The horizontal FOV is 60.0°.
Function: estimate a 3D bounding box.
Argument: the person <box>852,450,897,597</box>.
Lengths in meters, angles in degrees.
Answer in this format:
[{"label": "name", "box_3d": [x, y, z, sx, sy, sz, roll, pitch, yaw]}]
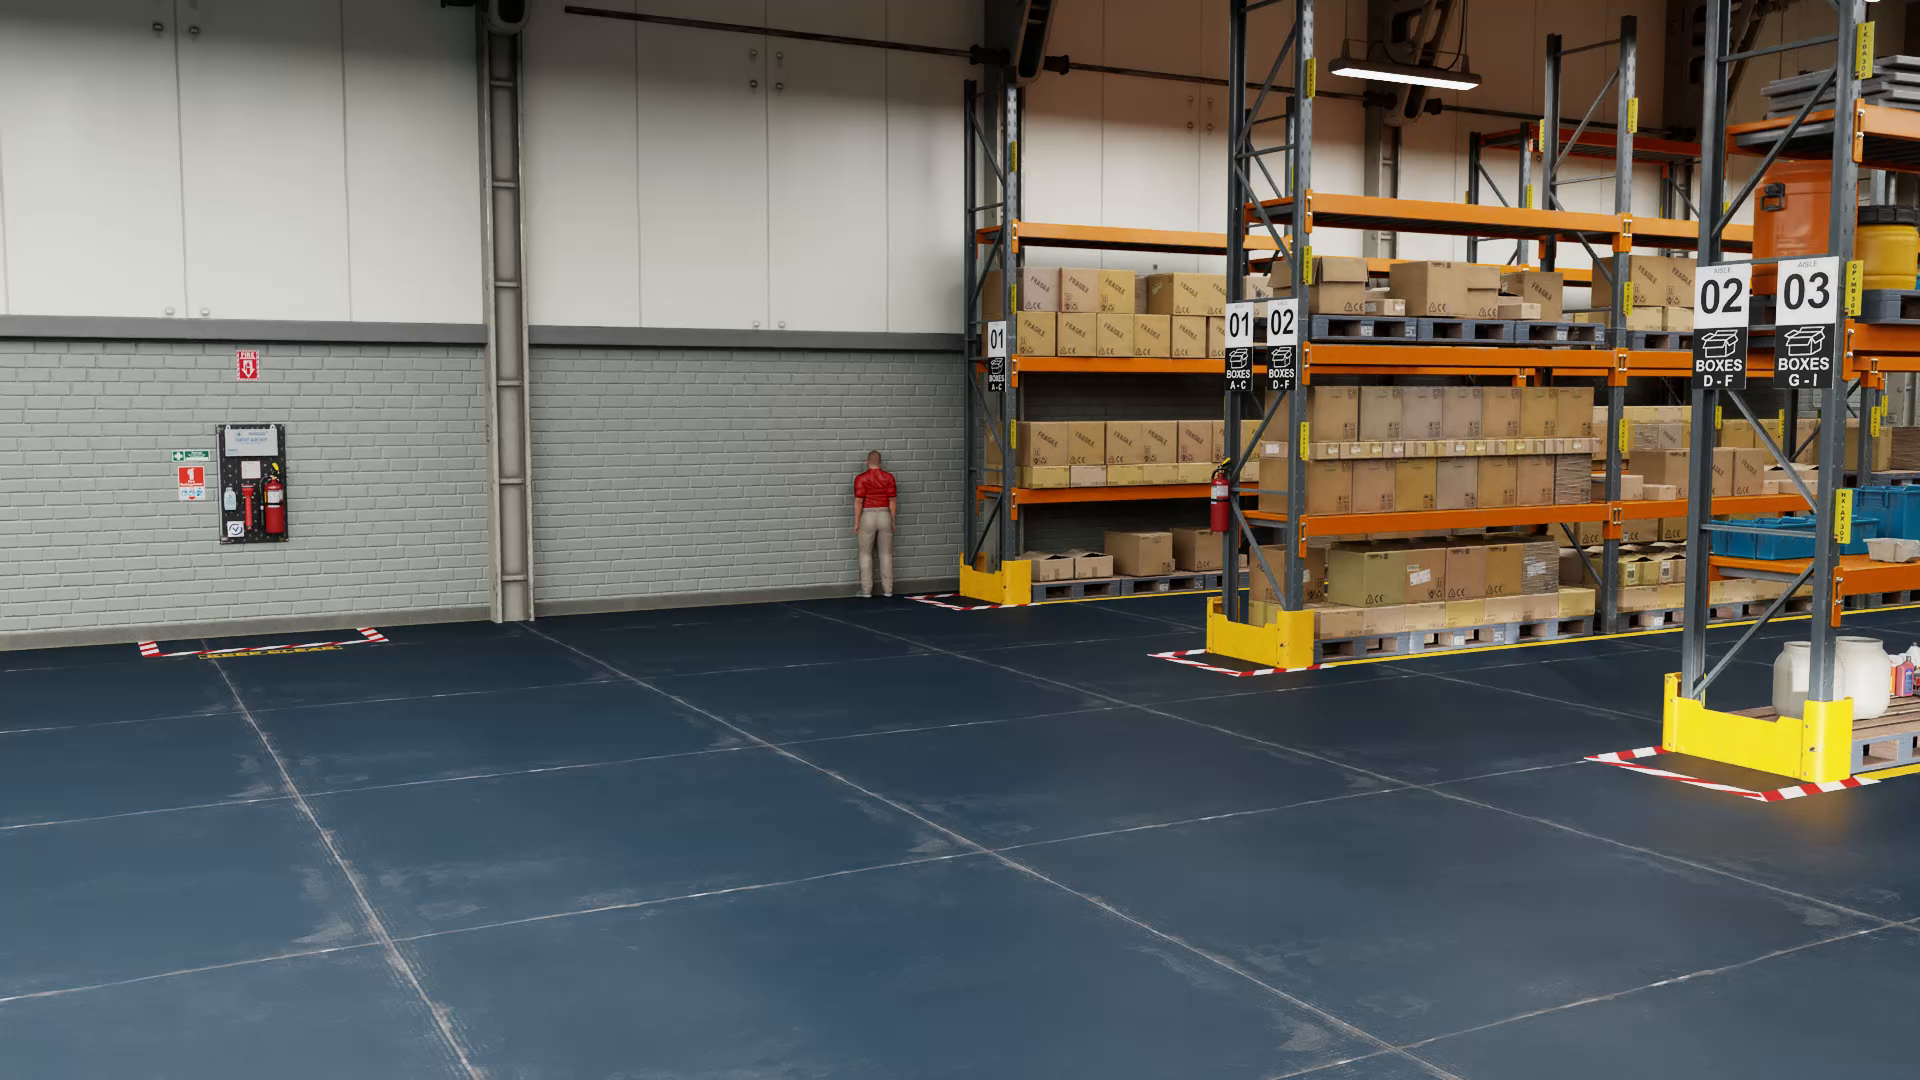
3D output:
[{"label": "person", "box_3d": [-1.013, -0.189, 19.529, 0.519, 1.728, 0.379, -2, 5, -20]}]
